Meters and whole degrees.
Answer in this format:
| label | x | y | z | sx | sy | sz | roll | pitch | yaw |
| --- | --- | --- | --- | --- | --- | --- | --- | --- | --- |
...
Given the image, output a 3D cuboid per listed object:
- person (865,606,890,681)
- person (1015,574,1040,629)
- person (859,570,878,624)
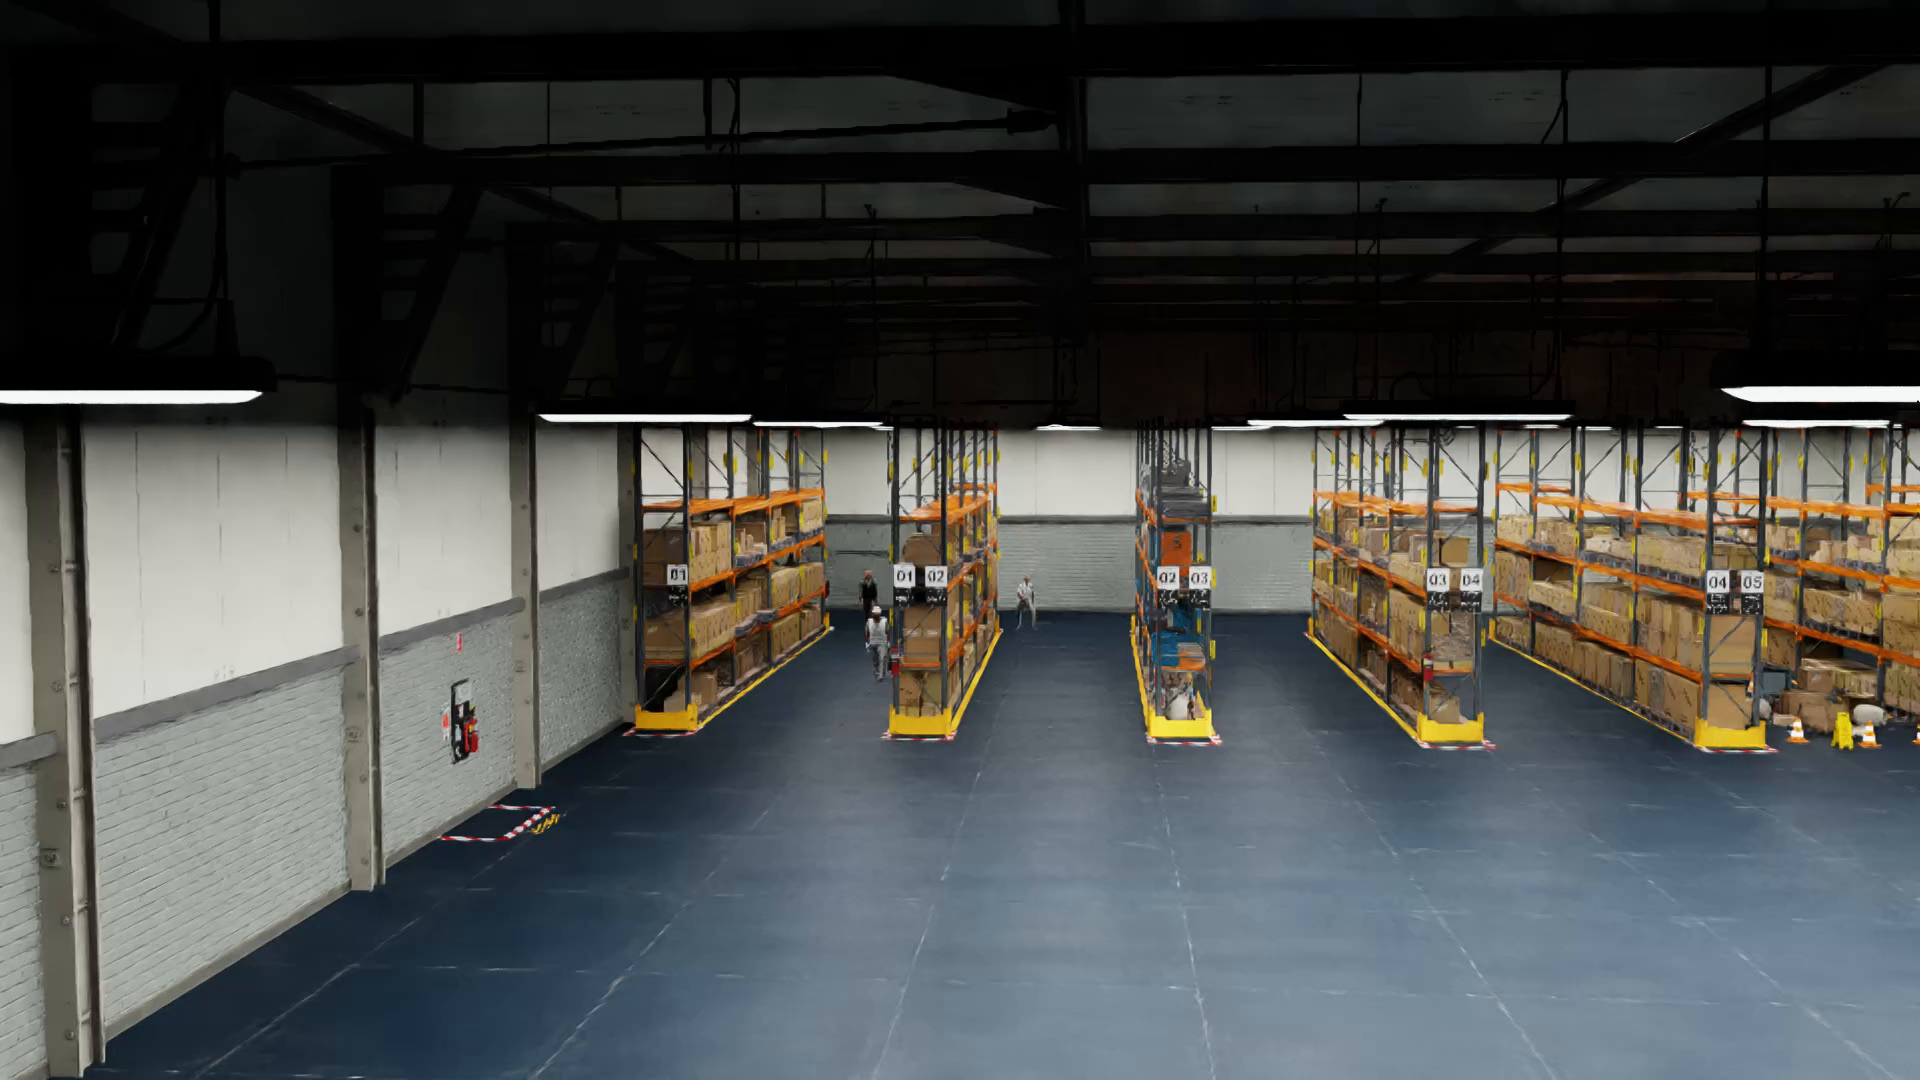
| label | x | y | z | sx | sy | sz | roll | pitch | yaw |
| --- | --- | --- | --- | --- | --- | --- | --- | --- | --- |
| person | -1.905 | 2.361 | 38.223 | 0.566 | 1.706 | 1.122 | 0 | 4 | 7 |
| person | 1.921 | 1.777 | 48.066 | 0.615 | 1.618 | 0.761 | -1 | 4 | -18 |
| person | -2.692 | 1.697 | 48.826 | 0.546 | 1.642 | 1.106 | 0 | 4 | 2 |
